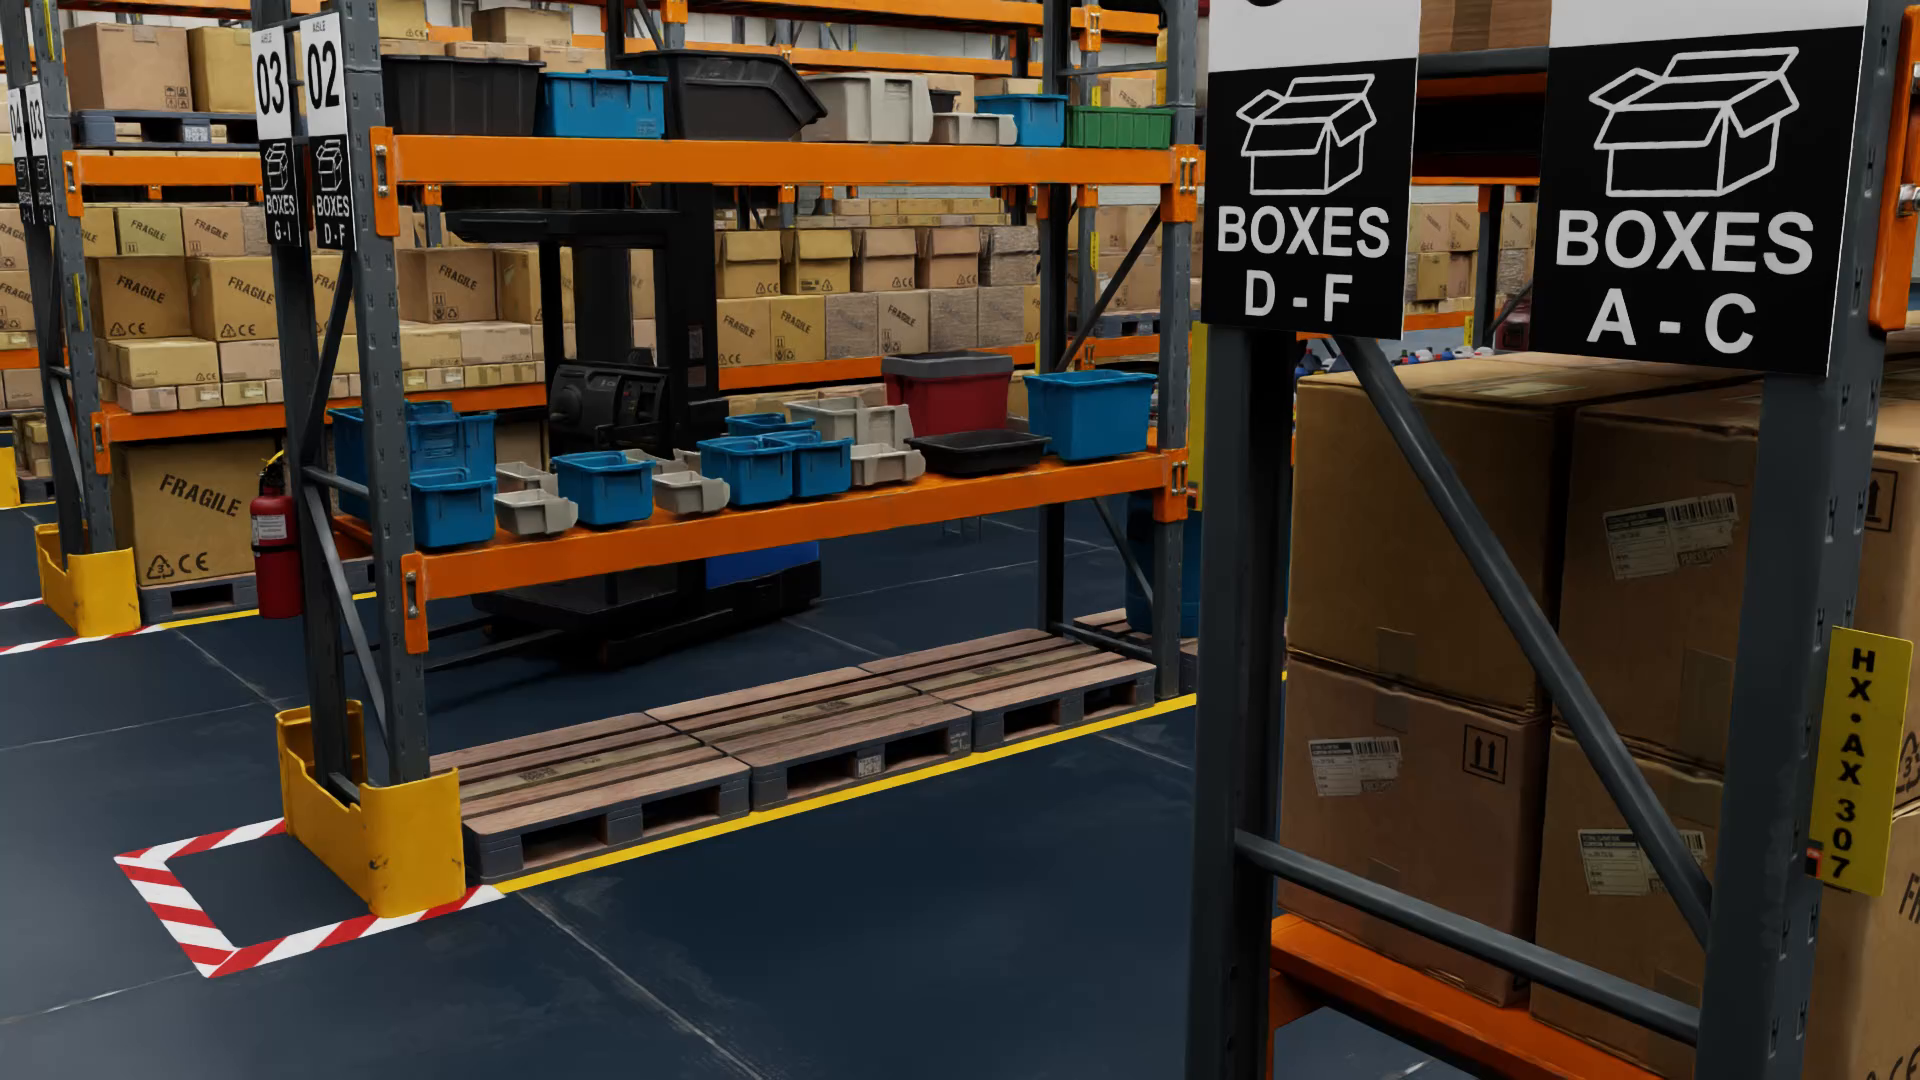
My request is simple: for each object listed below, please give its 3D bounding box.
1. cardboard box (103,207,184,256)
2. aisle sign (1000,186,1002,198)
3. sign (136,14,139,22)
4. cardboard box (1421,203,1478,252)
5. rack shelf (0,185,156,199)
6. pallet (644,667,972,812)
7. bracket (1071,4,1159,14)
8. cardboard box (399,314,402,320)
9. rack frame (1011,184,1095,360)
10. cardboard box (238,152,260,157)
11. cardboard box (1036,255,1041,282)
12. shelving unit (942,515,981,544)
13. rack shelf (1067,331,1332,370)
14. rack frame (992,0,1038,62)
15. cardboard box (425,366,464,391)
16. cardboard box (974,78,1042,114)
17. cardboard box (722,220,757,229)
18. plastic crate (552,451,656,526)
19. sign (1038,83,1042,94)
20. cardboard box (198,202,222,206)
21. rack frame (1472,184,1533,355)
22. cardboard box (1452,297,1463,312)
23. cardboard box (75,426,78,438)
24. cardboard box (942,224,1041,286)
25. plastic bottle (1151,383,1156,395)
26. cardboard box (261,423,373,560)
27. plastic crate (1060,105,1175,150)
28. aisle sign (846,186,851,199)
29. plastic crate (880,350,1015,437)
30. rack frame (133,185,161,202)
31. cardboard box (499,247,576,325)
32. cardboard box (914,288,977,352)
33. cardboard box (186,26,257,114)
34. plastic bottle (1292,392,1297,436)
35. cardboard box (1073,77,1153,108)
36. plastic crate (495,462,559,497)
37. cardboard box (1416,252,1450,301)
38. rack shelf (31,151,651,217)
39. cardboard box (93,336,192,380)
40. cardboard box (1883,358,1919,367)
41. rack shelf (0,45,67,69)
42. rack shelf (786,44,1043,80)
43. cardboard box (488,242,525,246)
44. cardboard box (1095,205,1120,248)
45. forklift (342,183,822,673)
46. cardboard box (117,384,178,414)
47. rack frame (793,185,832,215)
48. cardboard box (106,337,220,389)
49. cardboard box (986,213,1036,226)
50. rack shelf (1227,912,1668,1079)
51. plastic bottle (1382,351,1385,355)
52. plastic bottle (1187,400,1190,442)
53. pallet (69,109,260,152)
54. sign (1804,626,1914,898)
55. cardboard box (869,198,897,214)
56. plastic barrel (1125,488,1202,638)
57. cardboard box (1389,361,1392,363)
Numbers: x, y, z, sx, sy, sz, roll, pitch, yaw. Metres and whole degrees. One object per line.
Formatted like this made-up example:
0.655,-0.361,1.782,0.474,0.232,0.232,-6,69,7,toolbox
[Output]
-7.119,-2.647,14.507,0.500,0.500,0.500,-10,15,-39,cardboard box
0.732,-6.013,27.468,0.004,0.787,0.394,-9,15,-38,aisle sign
-11.273,-7.271,22.765,0.005,0.325,0.100,-9,15,-38,sign
5.235,-3.388,17.997,0.500,0.500,0.500,-9,15,-38,cardboard box
-13.159,-4.787,22.460,4.000,0.370,1.077,-9,15,-38,rack shelf
-0.712,0.909,7.839,1.213,0.211,1.003,-9,15,-38,pallet
3.923,-11.351,35.752,4.783,0.066,0.076,-9,15,-38,bracket
-5.399,-2.139,16.084,0.250,0.149,0.380,-10,15,-38,cardboard box
0.821,-2.038,15.005,0.127,3.000,1.000,-9,15,-38,rack frame
-6.330,-3.494,15.002,0.500,0.250,0.500,-10,15,-38,cardboard box
0.684,-3.312,20.766,0.500,0.500,0.500,-10,15,-38,cardboard box
0.011,-0.589,12.513,0.189,1.200,0.258,-9,15,-38,shelving unit
2.383,-1.946,16.302,4.000,0.370,1.077,-9,15,-38,rack shelf
0.877,-7.618,26.840,0.127,3.000,1.000,-9,15,-38,rack frame
-3.539,-1.104,11.210,0.250,0.149,0.380,-9,15,-37,cardboard box
0.390,-3.670,14.211,0.637,0.503,0.797,-8,15,-34,cardboard box
-3.257,-4.337,23.862,0.500,0.500,0.500,-9,15,-36,cardboard box
-1.419,-0.208,6.646,0.300,0.233,0.416,-9,15,-38,plastic crate
0.449,-2.277,8.886,0.005,0.325,0.100,-9,15,-38,sign
-8.809,-3.873,19.439,0.250,0.149,0.380,-9,15,-36,cardboard box
3.915,-1.235,11.222,0.127,3.000,1.000,-9,15,-38,rack frame
5.261,-2.579,18.160,0.250,0.149,0.380,-9,15,-38,cardboard box
-7.684,-0.988,14.478,0.250,0.149,0.380,-9,15,-37,cardboard box
0.240,-2.485,14.456,0.637,0.503,0.797,-9,15,-36,cardboard box
1.050,-0.800,9.454,0.133,0.283,0.061,-9,15,-38,plastic bottle
-4.266,-0.380,11.302,0.875,0.875,0.875,-9,15,-38,cardboard box
0.650,-1.975,7.998,0.662,0.188,0.450,-9,15,-38,plastic crate
-1.992,-6.721,30.798,0.004,0.787,0.394,-9,15,-38,aisle sign
-0.062,-0.701,8.411,0.583,0.464,0.402,-9,15,-38,plastic crate
-11.597,-3.931,23.919,0.127,3.000,1.000,-9,15,-38,rack frame
-2.888,-1.791,11.679,0.500,0.500,0.500,-9,15,-37,cardboard box
-0.206,-1.851,13.884,0.500,0.500,0.500,-10,16,-39,cardboard box
-4.539,-2.900,10.351,0.500,0.500,0.700,-10,16,-40,cardboard box
1.784,-0.709,9.056,0.097,0.271,0.097,0,12,0,plastic bottle
1.349,-3.818,14.722,0.500,0.500,0.500,-9,15,-37,cardboard box
-1.808,-0.232,6.991,0.243,0.136,0.396,-9,15,-38,plastic crate
4.747,-2.859,17.914,0.500,0.500,0.875,-9,15,-38,cardboard box
-3.864,-2.375,11.102,4.000,0.370,1.077,-9,15,-38,rack shelf
-5.213,-1.178,10.600,0.500,0.250,0.500,-10,15,-39,cardboard box
2.068,-0.079,3.130,0.500,0.500,0.500,-9,15,-37,cardboard box
-10.055,-5.254,18.401,4.000,0.370,1.077,-9,15,-38,rack shelf
-0.637,-5.502,19.571,4.000,0.370,1.077,-9,15,-38,rack shelf
-6.006,-4.006,21.625,0.500,0.500,0.500,-9,15,-37,cardboard box
1.591,-4.109,21.796,0.550,0.550,0.875,-9,15,-38,cardboard box
-2.166,-0.829,9.474,1.130,2.935,3.031,9,15,36,forklift
-4.943,-0.870,10.107,0.250,0.149,0.380,-9,15,-37,cardboard box
-2.247,-4.164,25.019,0.127,3.000,1.000,-9,15,-38,rack frame
-4.882,-1.091,10.188,0.500,0.250,0.500,-10,16,-39,cardboard box
0.541,-3.847,20.878,0.500,0.500,0.700,-10,15,-39,cardboard box
2.321,0.700,3.844,4.000,0.370,1.077,-9,15,-38,rack shelf
2.701,-1.074,10.746,0.133,0.283,0.061,-9,15,-38,plastic bottle
1.301,-0.690,8.775,0.185,0.351,0.144,-9,15,-38,plastic bottle
-4.853,-2.522,10.275,1.213,0.211,1.003,-9,15,-38,pallet
1.099,0.272,2.043,0.005,0.325,0.100,-9,15,-38,sign
-1.355,-4.933,25.272,0.500,0.500,0.700,-9,15,-37,cardboard box
1.227,0.038,9.271,0.708,0.901,0.600,-9,15,-38,plastic barrel
5.160,-1.754,18.674,0.500,0.500,0.500,-11,16,-43,cardboard box
